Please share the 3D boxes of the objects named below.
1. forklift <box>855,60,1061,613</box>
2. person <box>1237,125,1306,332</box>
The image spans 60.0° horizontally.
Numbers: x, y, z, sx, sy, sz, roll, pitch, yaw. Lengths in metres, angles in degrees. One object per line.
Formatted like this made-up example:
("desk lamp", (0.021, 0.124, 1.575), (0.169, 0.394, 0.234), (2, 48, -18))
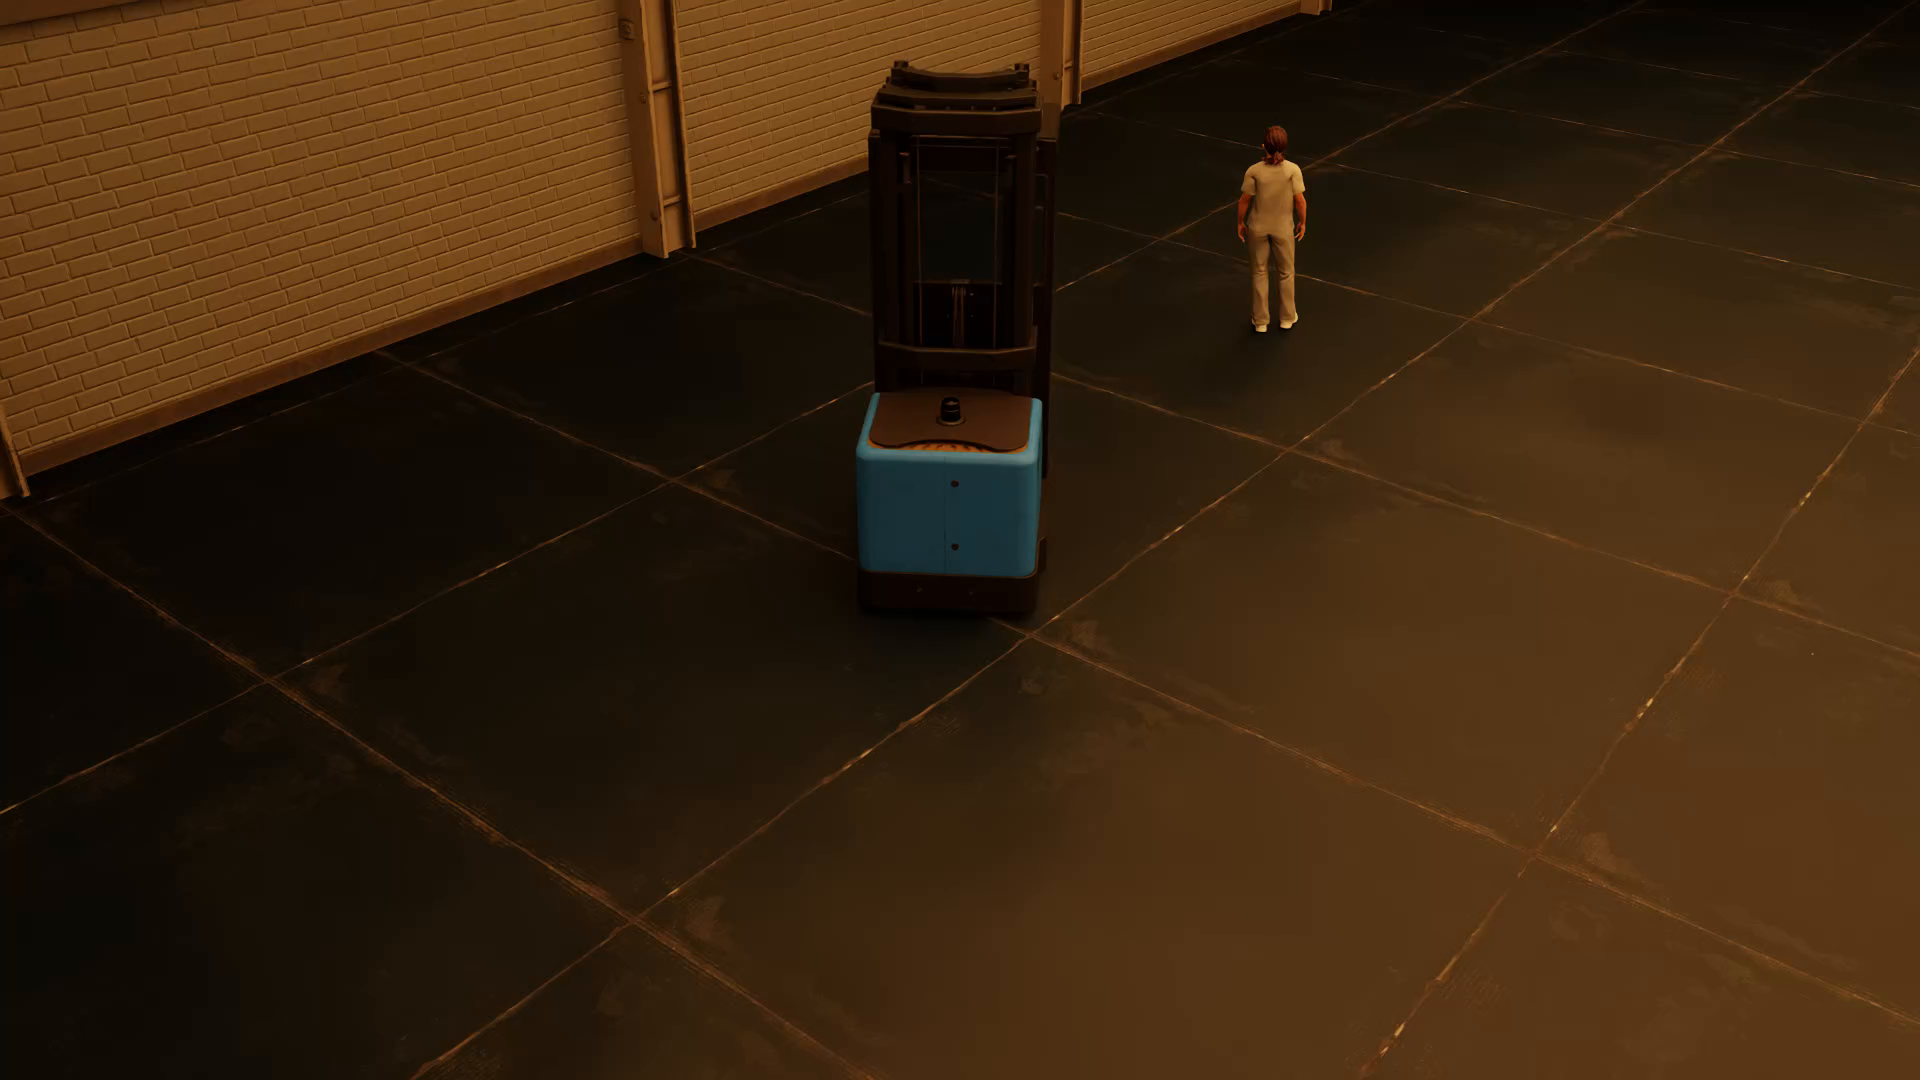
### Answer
("forklift", (0.036, -1.557, 10.259), (1.130, 2.935, 3.031), (2, 30, 4))
("person", (2.441, -2.445, 13.010), (0.549, 1.674, 0.549), (6, 31, 10))
